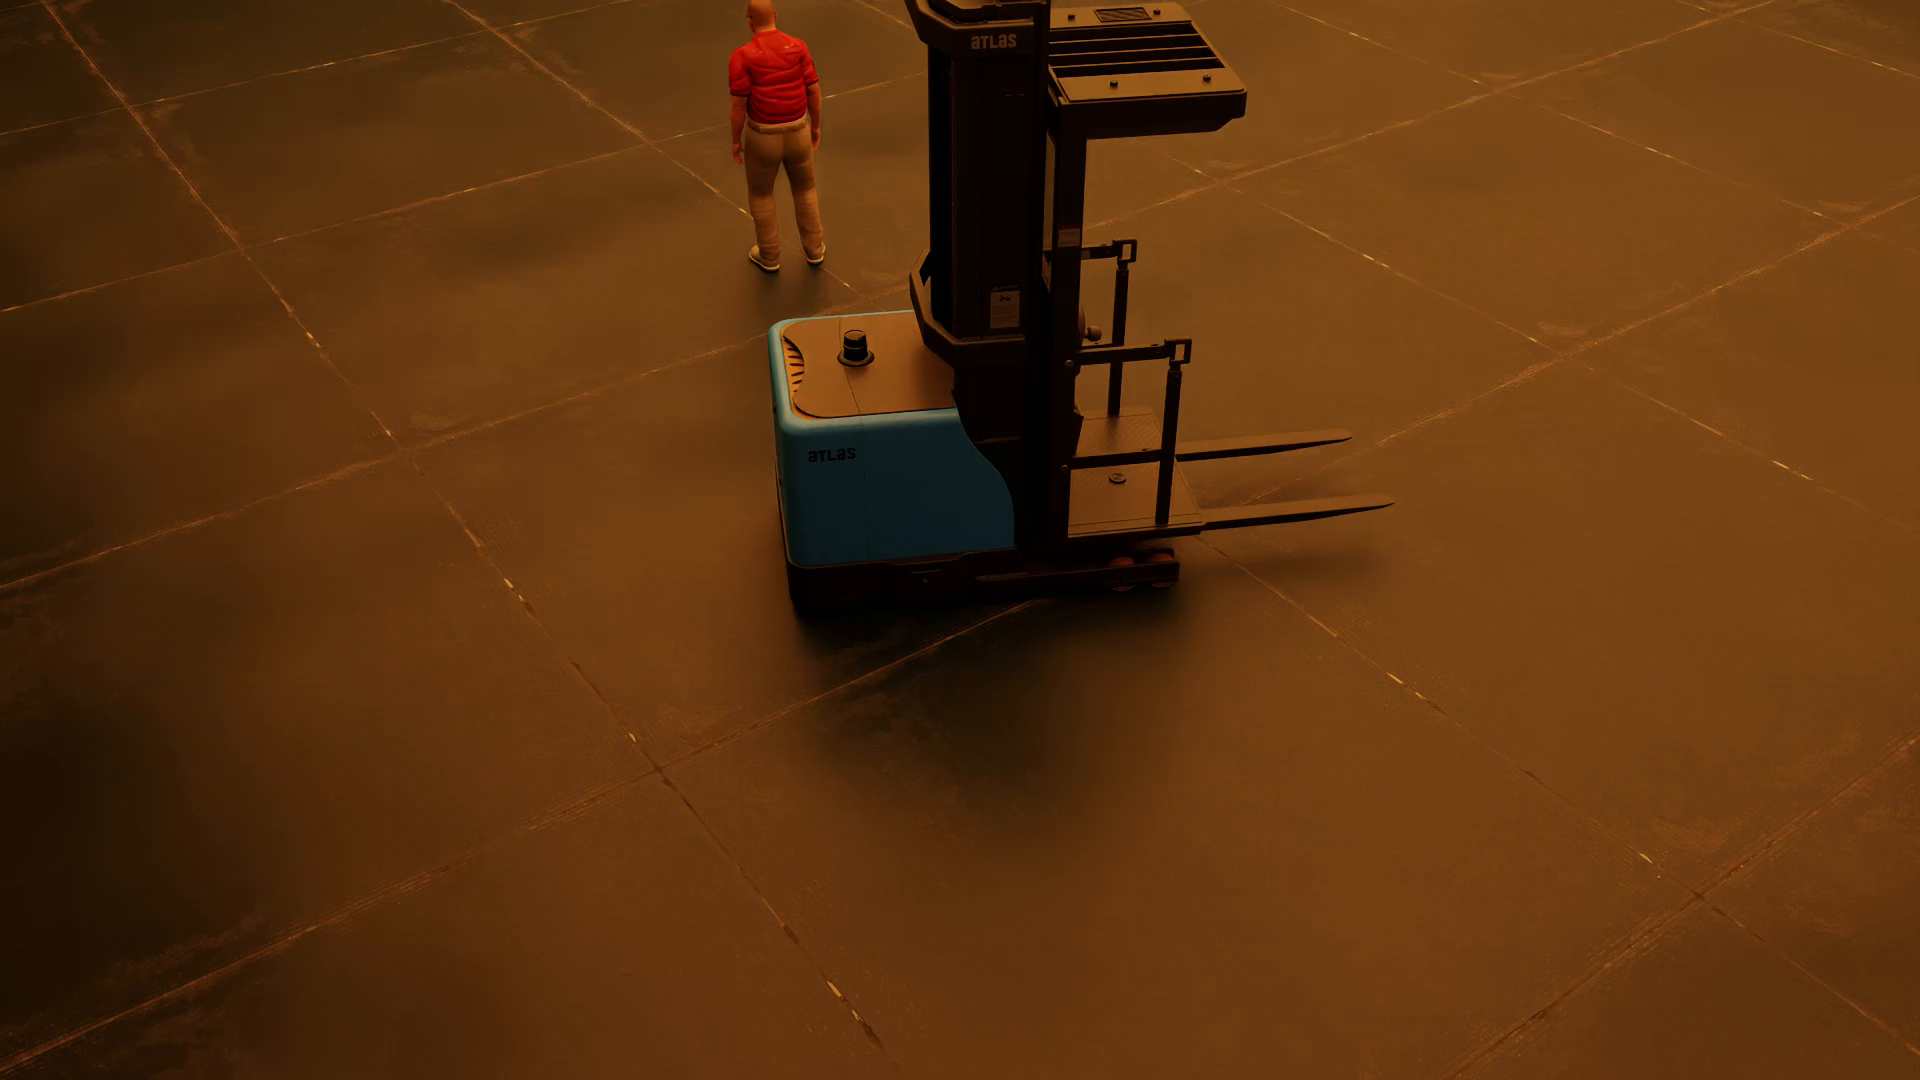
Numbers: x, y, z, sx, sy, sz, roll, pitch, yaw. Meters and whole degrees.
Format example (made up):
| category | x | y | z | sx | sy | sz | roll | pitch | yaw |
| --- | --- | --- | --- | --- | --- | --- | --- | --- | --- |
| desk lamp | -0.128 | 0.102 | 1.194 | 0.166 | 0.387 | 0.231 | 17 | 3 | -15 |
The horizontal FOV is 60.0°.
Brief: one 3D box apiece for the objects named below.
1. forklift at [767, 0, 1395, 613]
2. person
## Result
| category | x | y | z | sx | sy | sz | roll | pitch | yaw |
| --- | --- | --- | --- | --- | --- | --- | --- | --- | --- |
| forklift | 0.620 | -1.238 | 7.618 | 3.031 | 2.935 | 1.130 | -5 | 37 | -7 |
| person | -1.141 | -2.516 | 10.359 | 0.598 | 1.725 | 0.399 | -13 | 39 | -17 |
